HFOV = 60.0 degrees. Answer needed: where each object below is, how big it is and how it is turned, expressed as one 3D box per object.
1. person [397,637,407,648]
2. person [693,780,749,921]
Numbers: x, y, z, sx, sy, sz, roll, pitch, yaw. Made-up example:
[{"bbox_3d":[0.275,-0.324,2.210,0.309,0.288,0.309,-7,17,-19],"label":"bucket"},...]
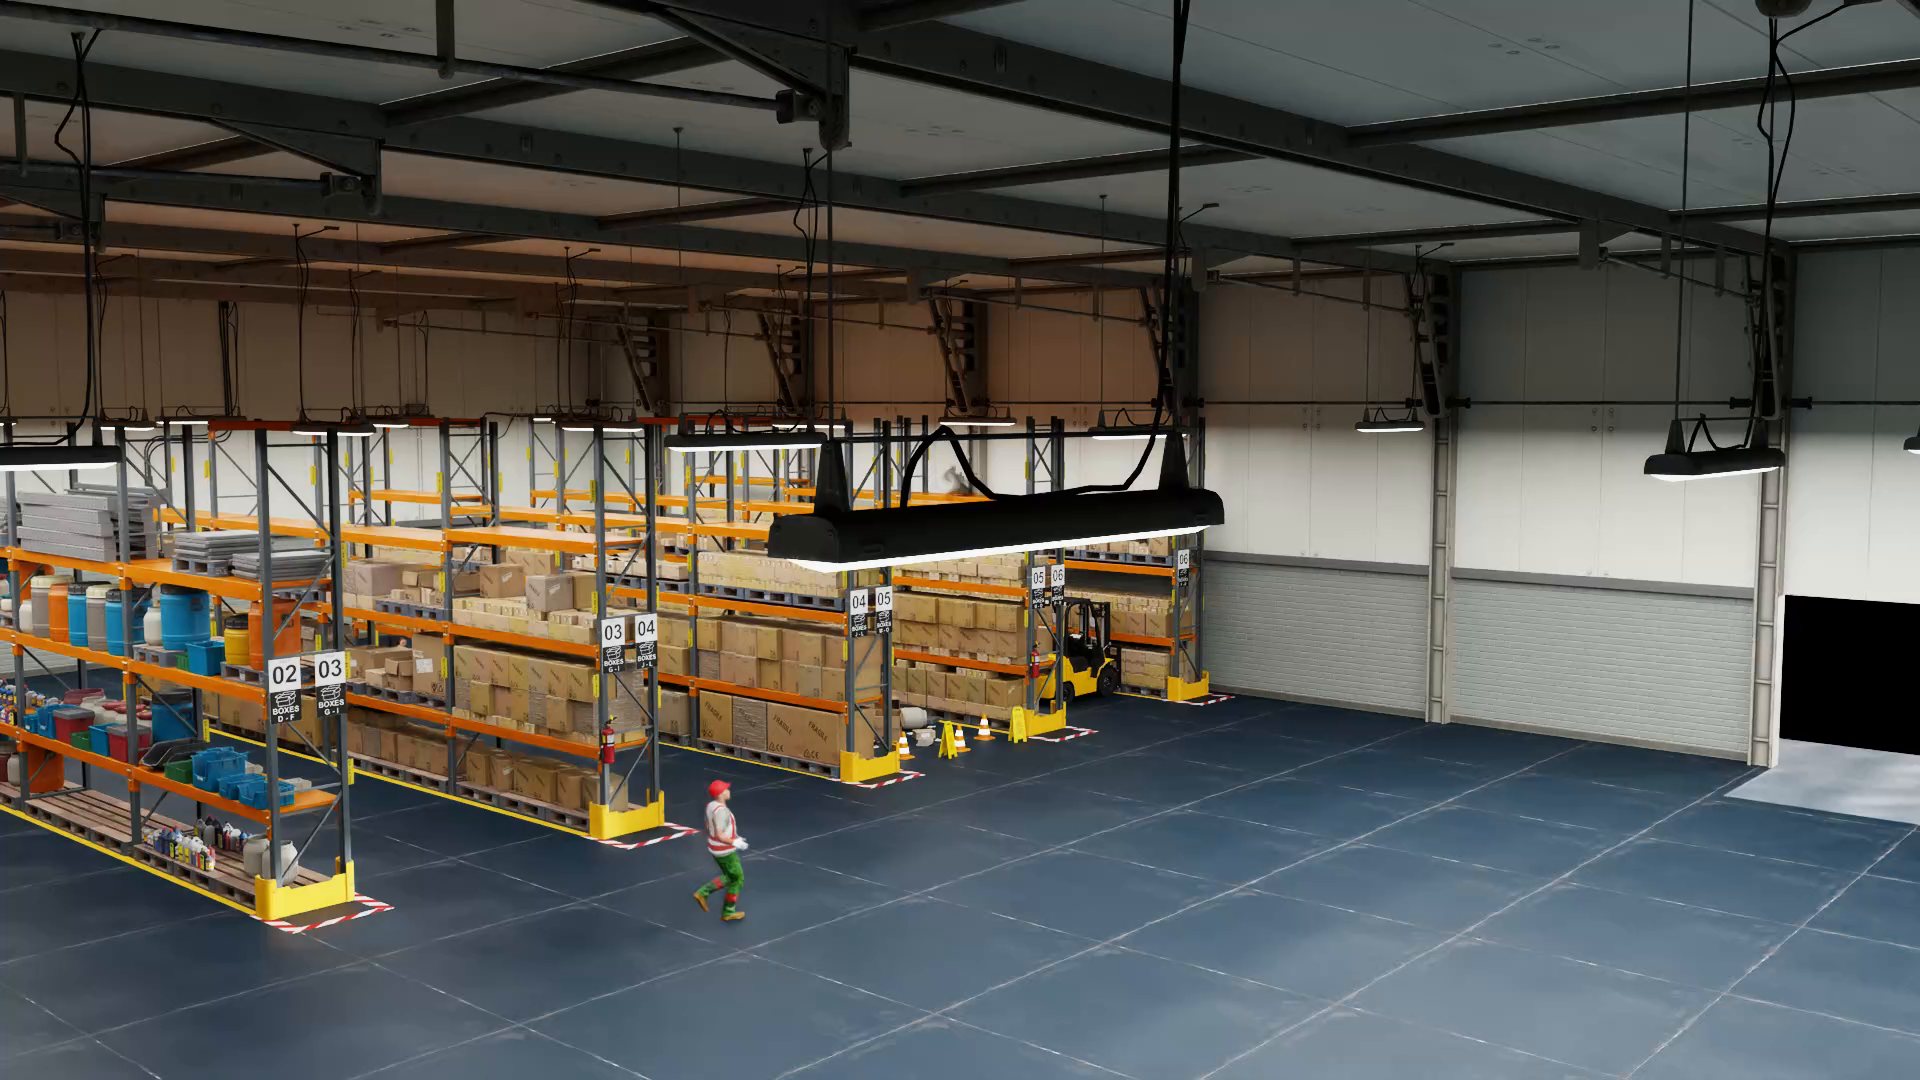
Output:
[{"bbox_3d":[-11.078,2.758,33.074,0.642,1.636,0.569,3,6,34],"label":"person"},{"bbox_3d":[-2.926,3.780,20.231,0.623,1.738,0.655,-2,5,-23],"label":"person"}]
